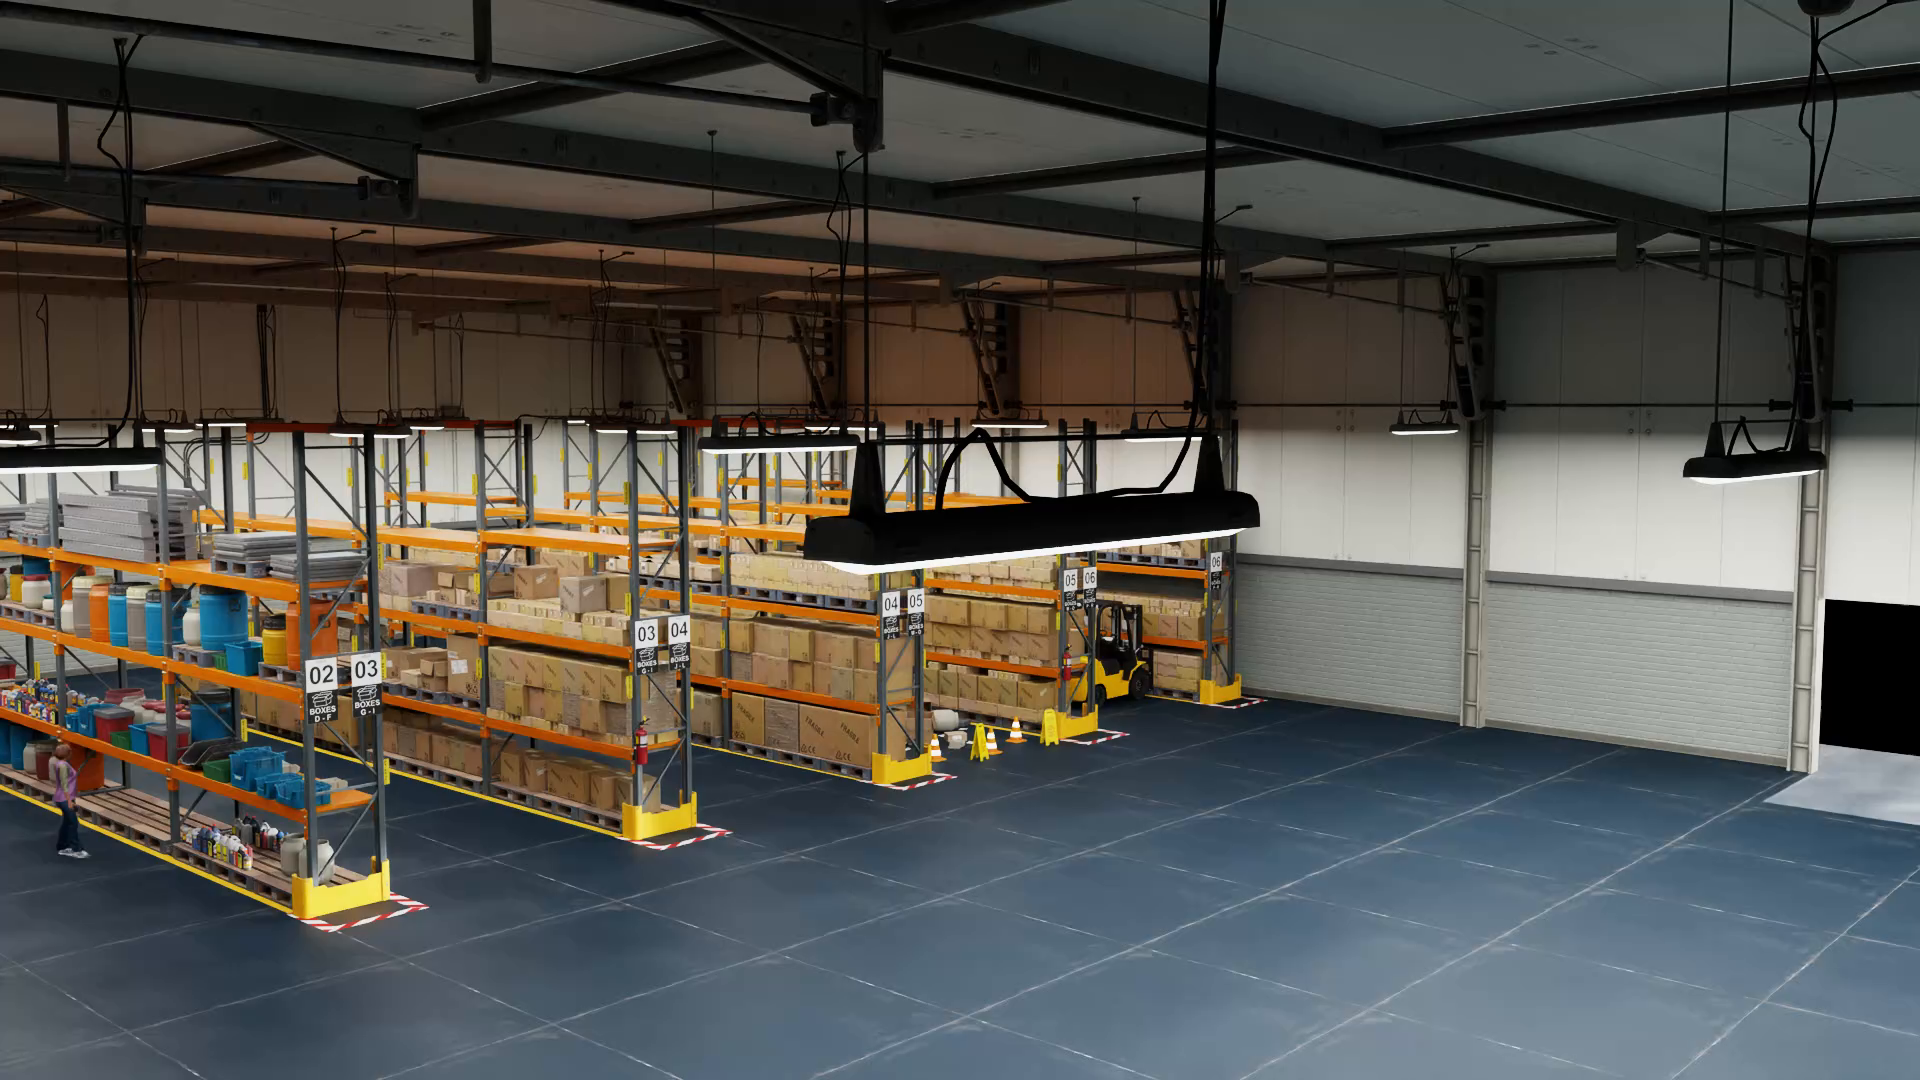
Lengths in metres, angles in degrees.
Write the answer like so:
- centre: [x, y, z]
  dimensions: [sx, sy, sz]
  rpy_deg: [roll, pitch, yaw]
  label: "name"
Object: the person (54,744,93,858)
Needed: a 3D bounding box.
- centre: [-12.428, 3.649, 23.307]
  dimensions: [0.520, 1.618, 0.421]
  rpy_deg: [-1, 5, -14]
  label: "person"
